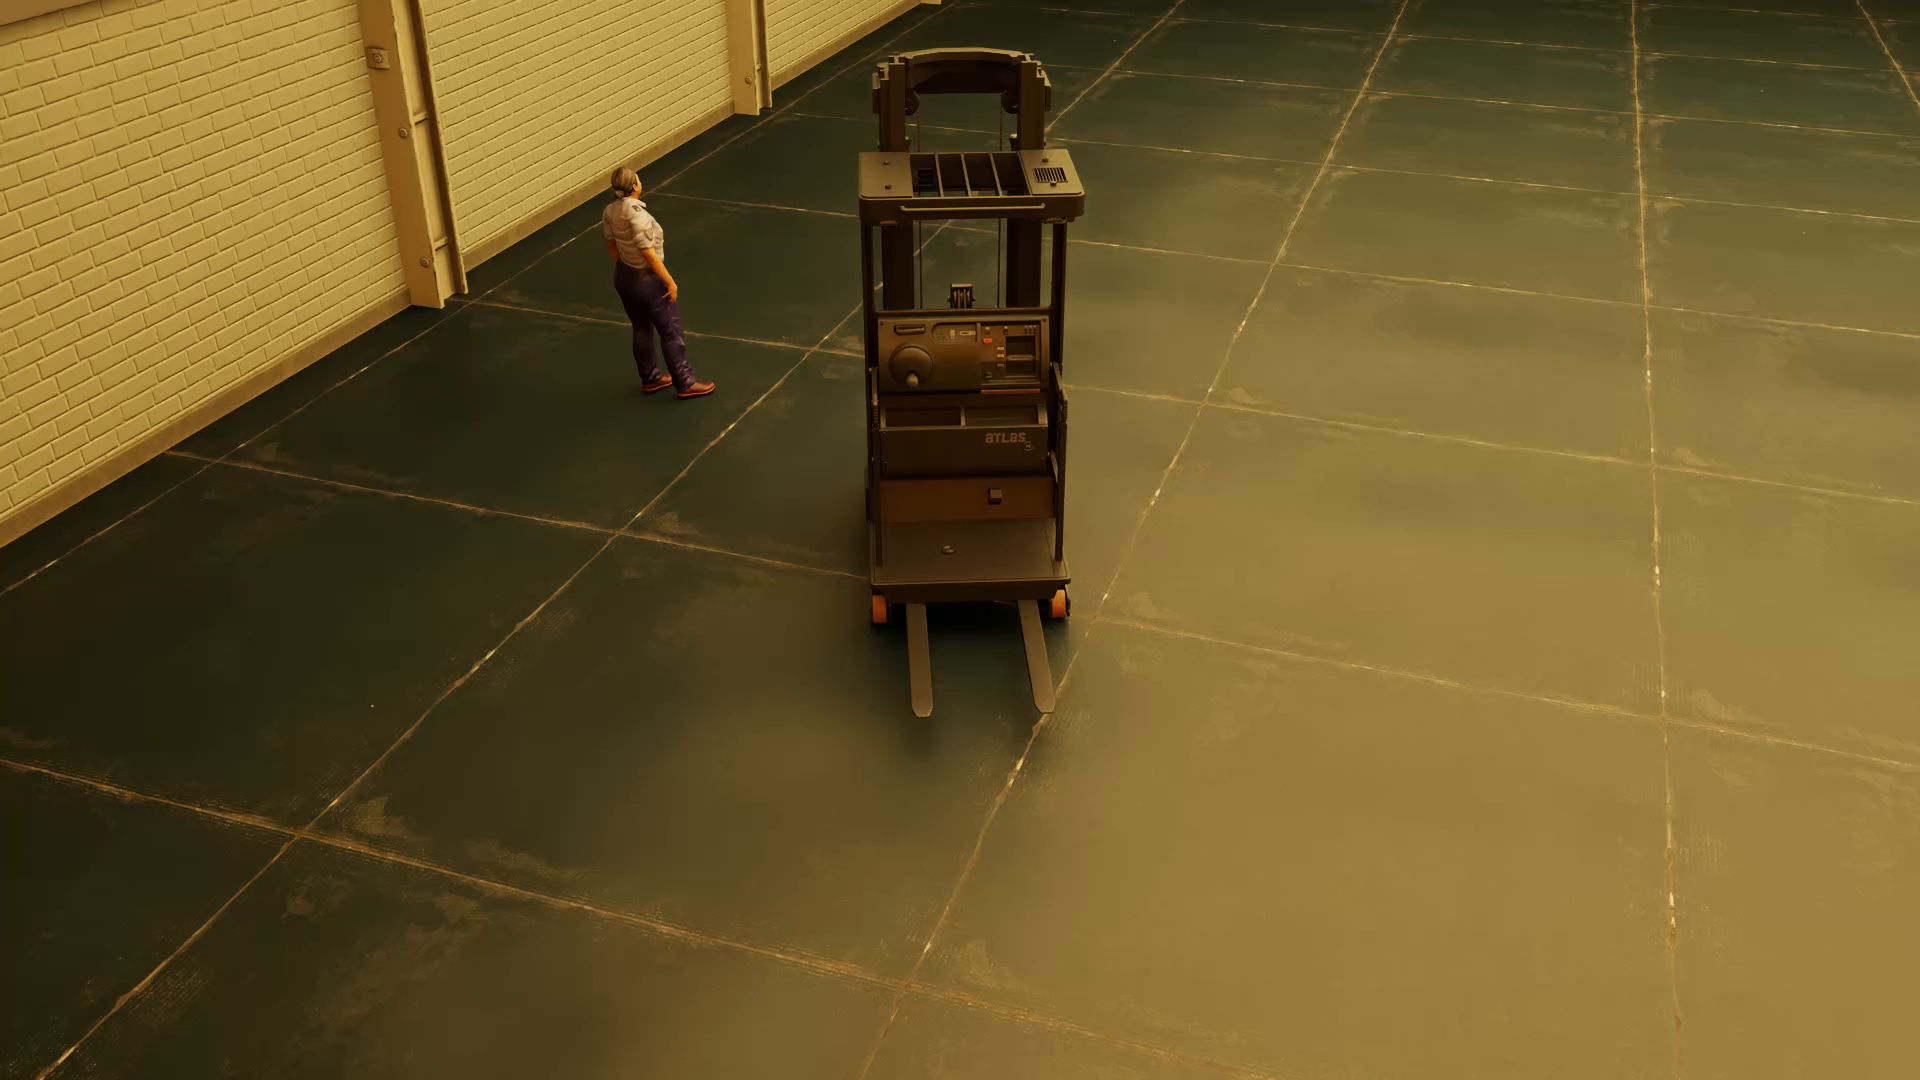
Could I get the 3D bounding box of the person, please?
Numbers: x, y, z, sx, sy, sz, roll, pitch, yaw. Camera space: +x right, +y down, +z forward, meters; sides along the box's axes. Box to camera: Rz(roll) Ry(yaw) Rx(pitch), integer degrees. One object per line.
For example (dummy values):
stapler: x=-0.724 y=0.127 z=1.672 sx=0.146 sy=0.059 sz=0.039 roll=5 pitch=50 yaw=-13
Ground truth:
person: x=-2.122 y=-1.808 z=11.589 sx=0.598 sy=1.651 sz=0.502 roll=25 pitch=38 yaw=37

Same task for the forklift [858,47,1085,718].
forklift: x=0.035 y=-0.972 z=8.842 sx=1.130 sy=2.935 sz=3.031 roll=-2 pitch=30 yaw=-3
